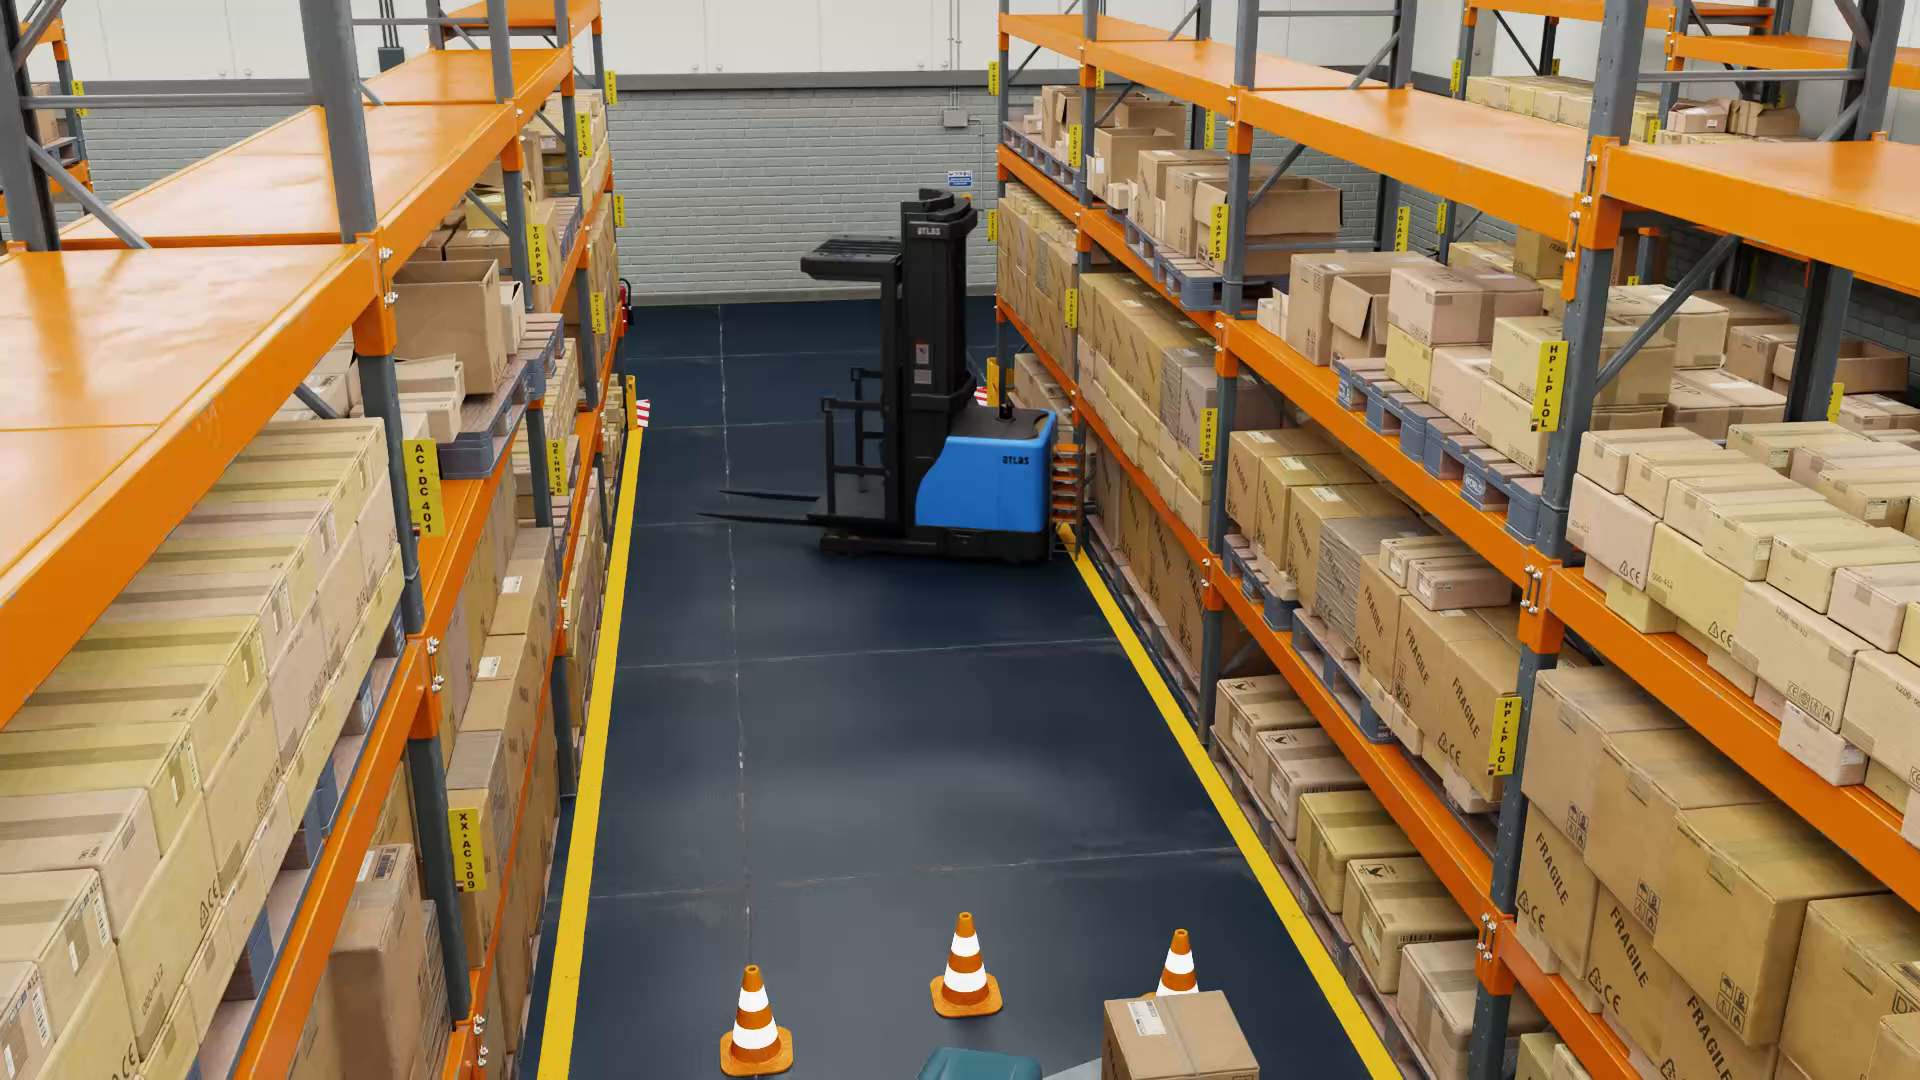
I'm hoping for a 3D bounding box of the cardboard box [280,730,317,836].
[{"bbox_3d":[-1.705,0.568,3.812,0.380,0.149,0.250,-3,21,-8],"label":"cardboard box"}]

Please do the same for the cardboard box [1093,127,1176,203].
[{"bbox_3d":[1.312,-2.836,12.566,0.500,0.500,0.500,-3,21,-9],"label":"cardboard box"}]

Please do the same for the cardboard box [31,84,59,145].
[{"bbox_3d":[-8.783,-3.910,15.299,0.700,0.500,0.500,-4,21,-11],"label":"cardboard box"}]

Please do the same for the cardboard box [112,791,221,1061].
[{"bbox_3d":[-1.646,0.684,2.930,0.500,0.250,0.500,-3,21,-8],"label":"cardboard box"}]

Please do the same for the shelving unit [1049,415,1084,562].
[{"bbox_3d":[0.876,-0.423,13.709,0.258,1.200,0.189,4,21,10],"label":"shelving unit"}]

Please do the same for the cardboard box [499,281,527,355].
[{"bbox_3d":[-2.388,-1.097,8.039,0.500,0.311,0.500,-3,21,-8],"label":"cardboard box"}]

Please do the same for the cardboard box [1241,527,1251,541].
[{"bbox_3d":[1.911,-0.079,9.974,0.380,0.149,0.250,-4,21,-11],"label":"cardboard box"}]

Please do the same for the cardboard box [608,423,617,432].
[{"bbox_3d":[-3.448,-0.991,15.706,0.380,0.149,0.250,-2,21,-5],"label":"cardboard box"}]

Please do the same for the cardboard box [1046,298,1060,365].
[{"bbox_3d":[1.072,-1.879,14.892,0.500,0.500,0.500,-3,21,-9],"label":"cardboard box"}]

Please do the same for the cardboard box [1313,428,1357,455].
[{"bbox_3d":[2.389,-0.361,9.803,0.500,0.500,0.500,-4,21,-9],"label":"cardboard box"}]

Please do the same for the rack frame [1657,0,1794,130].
[{"bbox_3d":[6.383,-4.569,13.662,1.000,3.000,0.127,-3,21,-8],"label":"rack frame"}]

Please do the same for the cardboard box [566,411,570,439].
[{"bbox_3d":[-3.005,-0.815,11.943,0.380,0.149,0.250,-4,21,-10],"label":"cardboard box"}]

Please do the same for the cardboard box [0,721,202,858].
[{"bbox_3d":[-1.598,0.456,2.971,0.380,0.149,0.250,-3,21,-8],"label":"cardboard box"}]

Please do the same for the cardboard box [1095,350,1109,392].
[{"bbox_3d":[1.359,-1.325,13.051,0.500,0.250,0.500,-3,21,-7],"label":"cardboard box"}]

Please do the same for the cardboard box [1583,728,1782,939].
[{"bbox_3d":[2.526,0.950,5.464,0.700,0.500,0.500,-3,21,-7],"label":"cardboard box"}]

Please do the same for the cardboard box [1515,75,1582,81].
[{"bbox_3d":[6.147,-4.712,17.407,0.500,0.250,0.500,-3,21,-9],"label":"cardboard box"}]

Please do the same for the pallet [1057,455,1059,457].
[{"bbox_3d":[1.260,-0.891,16.374,1.003,0.211,1.213,-3,21,-8],"label":"pallet"}]

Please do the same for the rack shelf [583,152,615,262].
[{"bbox_3d":[-3.700,-2.983,14.731,1.077,0.370,4.000,-3,21,-8],"label":"rack shelf"}]

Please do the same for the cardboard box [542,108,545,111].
[{"bbox_3d":[-4.181,-4.008,15.946,0.500,0.250,0.500,-3,21,-7],"label":"cardboard box"}]

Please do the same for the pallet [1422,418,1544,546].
[{"bbox_3d":[2.641,-0.273,6.716,1.213,0.211,1.003,-3,21,-8],"label":"pallet"}]

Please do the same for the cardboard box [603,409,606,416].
[{"bbox_3d":[-3.522,-1.123,15.635,0.380,0.149,0.250,-4,21,-10],"label":"cardboard box"}]

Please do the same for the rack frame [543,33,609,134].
[{"bbox_3d":[-3.989,-5.417,15.934,1.000,3.000,0.127,-3,21,-8],"label":"rack frame"}]

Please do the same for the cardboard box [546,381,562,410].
[{"bbox_3d":[-2.974,-0.999,11.588,0.380,0.149,0.250,-4,21,-10],"label":"cardboard box"}]

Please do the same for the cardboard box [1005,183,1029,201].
[{"bbox_3d":[0.672,-3.574,17.073,0.380,0.149,0.250,-2,21,-7],"label":"cardboard box"}]

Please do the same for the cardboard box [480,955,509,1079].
[{"bbox_3d":[-2.437,2.194,6.743,1.050,0.750,0.750,-3,21,-8],"label":"cardboard box"}]

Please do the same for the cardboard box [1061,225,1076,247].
[{"bbox_3d":[1.101,-2.687,14.698,0.380,0.149,0.250,-3,21,-8],"label":"cardboard box"}]

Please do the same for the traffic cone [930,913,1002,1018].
[{"bbox_3d":[0.029,2.043,8.160,0.336,0.463,0.334,-3,21,-8],"label":"traffic cone"}]

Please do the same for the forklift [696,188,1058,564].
[{"bbox_3d":[-0.718,-1.413,13.886,3.031,2.935,1.130,4,21,10],"label":"forklift"}]

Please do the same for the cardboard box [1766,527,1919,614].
[{"bbox_3d":[2.540,0.084,4.712,0.380,0.149,0.250,-4,21,-10],"label":"cardboard box"}]

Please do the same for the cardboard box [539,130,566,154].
[{"bbox_3d":[-3.214,-3.091,12.922,0.380,0.149,0.250,-3,21,-9],"label":"cardboard box"}]

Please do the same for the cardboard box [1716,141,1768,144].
[{"bbox_3d":[6.159,-3.037,13.038,0.380,0.149,0.250,-3,21,-9],"label":"cardboard box"}]

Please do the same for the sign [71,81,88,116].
[{"bbox_3d":[-8.372,-4.197,15.802,0.100,0.325,0.005,-3,21,-8],"label":"sign"}]

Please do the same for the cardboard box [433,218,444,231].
[{"bbox_3d":[-3.240,-1.952,9.705,0.396,0.266,0.258,-3,21,-8],"label":"cardboard box"}]

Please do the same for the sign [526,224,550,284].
[{"bbox_3d":[-2.285,-1.547,9.006,0.100,0.325,0.005,-3,21,-8],"label":"sign"}]

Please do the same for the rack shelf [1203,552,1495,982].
[{"bbox_3d":[2.337,0.908,8.601,1.077,0.370,4.000,-3,21,-8],"label":"rack shelf"}]

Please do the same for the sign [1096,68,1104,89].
[{"bbox_3d":[1.434,-4.697,17.140,0.100,0.325,0.005,-3,21,-8],"label":"sign"}]

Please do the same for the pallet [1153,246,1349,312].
[{"bbox_3d":[1.903,-1.659,10.428,1.213,0.211,1.003,-2,21,-5],"label":"pallet"}]

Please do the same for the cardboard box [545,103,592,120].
[{"bbox_3d":[-3.497,-3.818,14.868,0.380,0.149,0.250,-2,21,-7],"label":"cardboard box"}]

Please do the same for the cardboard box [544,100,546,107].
[{"bbox_3d":[-4.167,-4.239,15.997,0.380,0.149,0.250,-3,21,-8],"label":"cardboard box"}]

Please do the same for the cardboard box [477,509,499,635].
[{"bbox_3d":[-2.630,0.156,8.014,0.700,0.500,0.500,-3,21,-9],"label":"cardboard box"}]

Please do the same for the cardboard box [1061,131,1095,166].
[{"bbox_3d":[1.063,-3.298,13.994,0.396,0.266,0.258,-2,21,-6],"label":"cardboard box"}]

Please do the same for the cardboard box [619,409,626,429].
[{"bbox_3d":[-3.569,-1.213,16.724,0.380,0.149,0.250,-2,21,-6],"label":"cardboard box"}]

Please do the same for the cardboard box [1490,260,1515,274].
[{"bbox_3d":[5.754,-2.692,17.000,0.500,0.250,0.500,-3,21,-9],"label":"cardboard box"}]

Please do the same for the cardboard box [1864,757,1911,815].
[{"bbox_3d":[2.649,0.631,4.387,0.380,0.149,0.250,-3,21,-7],"label":"cardboard box"}]

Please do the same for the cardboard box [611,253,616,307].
[{"bbox_3d":[-3.600,-2.472,16.054,0.500,0.500,0.500,-3,21,-9],"label":"cardboard box"}]

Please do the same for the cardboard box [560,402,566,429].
[{"bbox_3d":[-2.966,-0.857,11.630,0.380,0.149,0.250,-3,21,-8],"label":"cardboard box"}]

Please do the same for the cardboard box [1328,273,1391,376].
[{"bbox_3d":[2.296,-1.049,8.377,0.797,0.503,0.637,-3,21,-8],"label":"cardboard box"}]

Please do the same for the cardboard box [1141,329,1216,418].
[{"bbox_3d":[1.568,-1.152,11.517,0.500,0.500,0.500,-3,21,-8],"label":"cardboard box"}]

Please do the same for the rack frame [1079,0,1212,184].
[{"bbox_3d":[1.472,-4.317,12.988,1.000,3.000,0.127,-3,21,-8],"label":"rack frame"}]

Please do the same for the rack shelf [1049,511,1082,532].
[{"bbox_3d":[0.877,-0.157,13.809,0.258,0.103,0.180,4,21,10],"label":"rack shelf"}]

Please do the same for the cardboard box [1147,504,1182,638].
[{"bbox_3d":[1.907,0.124,12.107,0.875,0.875,0.875,-3,21,-7],"label":"cardboard box"}]

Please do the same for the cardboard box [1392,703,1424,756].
[{"bbox_3d":[2.184,0.840,7.513,0.380,0.149,0.250,-3,21,-9],"label":"cardboard box"}]

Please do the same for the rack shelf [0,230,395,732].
[{"bbox_3d":[-1.971,-0.046,3.152,1.077,0.370,4.000,-3,21,-8],"label":"rack shelf"}]

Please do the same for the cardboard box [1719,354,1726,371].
[{"bbox_3d":[6.204,-1.392,13.322,0.396,0.266,0.258,-2,21,-5],"label":"cardboard box"}]

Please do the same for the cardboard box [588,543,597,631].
[{"bbox_3d":[-2.913,0.351,12.036,0.500,0.500,0.500,-3,21,-9],"label":"cardboard box"}]

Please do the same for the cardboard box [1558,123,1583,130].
[{"bbox_3d":[5.918,-3.745,15.531,0.500,0.250,0.500,-2,21,-7],"label":"cardboard box"}]

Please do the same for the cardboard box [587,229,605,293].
[{"bbox_3d":[-3.368,-2.400,14.432,0.500,0.500,0.500,-3,21,-7],"label":"cardboard box"}]

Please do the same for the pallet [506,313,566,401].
[{"bbox_3d":[-2.690,-0.934,8.486,1.213,0.211,1.003,-2,21,-5],"label":"pallet"}]
